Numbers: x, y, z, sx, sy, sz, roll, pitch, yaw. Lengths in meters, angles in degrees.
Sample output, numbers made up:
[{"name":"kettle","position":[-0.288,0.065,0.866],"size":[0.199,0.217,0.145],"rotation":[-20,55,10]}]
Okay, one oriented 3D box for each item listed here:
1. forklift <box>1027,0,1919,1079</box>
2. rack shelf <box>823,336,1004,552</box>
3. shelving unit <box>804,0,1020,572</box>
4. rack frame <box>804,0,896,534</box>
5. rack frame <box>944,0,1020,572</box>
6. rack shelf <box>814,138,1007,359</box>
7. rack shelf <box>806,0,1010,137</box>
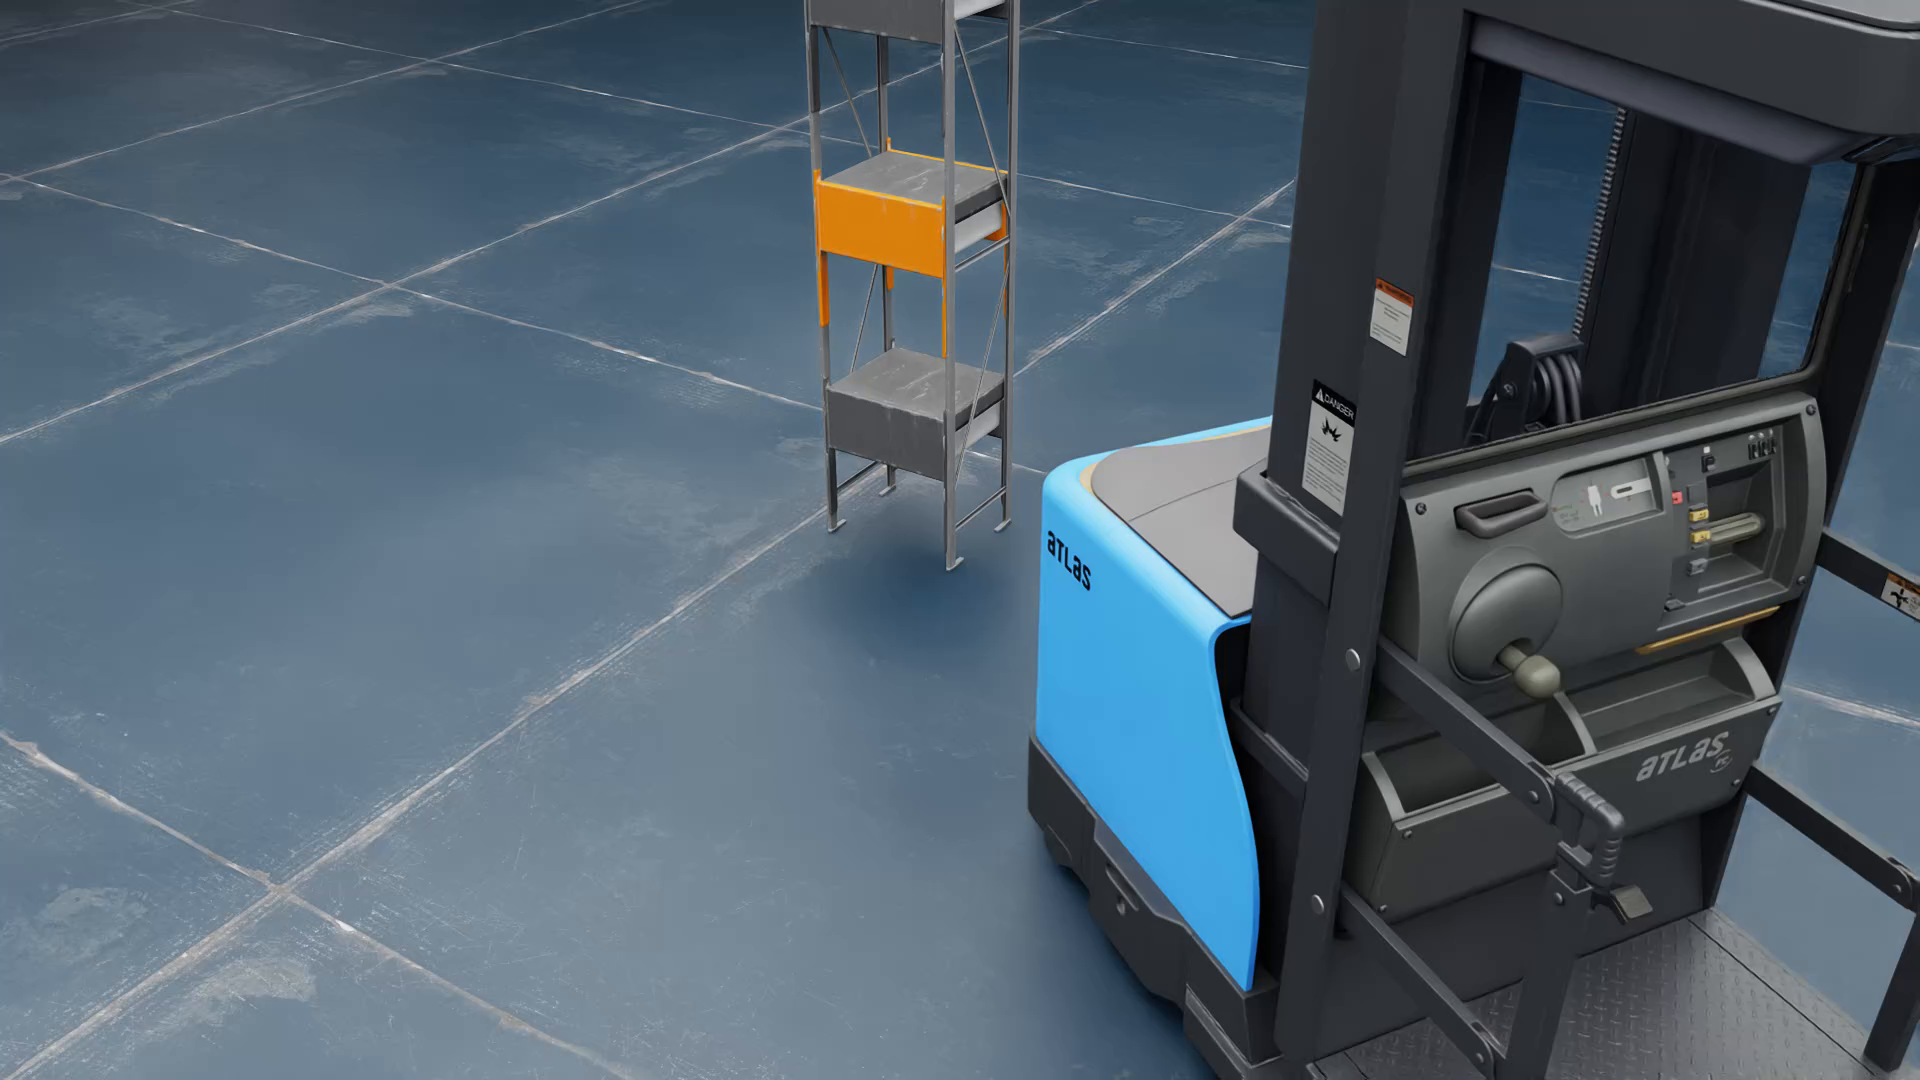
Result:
[{"name":"forklift","position":[1.254,0.055,2.747],"size":[1.130,2.935,3.031],"rotation":[-13,33,-21]},{"name":"rack shelf","position":[-0.140,-0.335,5.657],"size":[0.480,0.518,0.431],"rotation":[18,35,27]},{"name":"shelving unit","position":[-0.140,-0.951,5.297],"size":[0.503,2.100,0.431],"rotation":[18,35,27]},{"name":"rack frame","position":[-0.347,-1.017,5.409],"size":[0.015,2.100,0.400],"rotation":[18,35,27]},{"name":"rack frame","position":[0.066,-0.886,5.185],"size":[0.015,2.100,0.400],"rotation":[18,35,27]},{"name":"rack shelf","position":[-0.140,-0.940,5.304],"size":[0.480,0.518,0.431],"rotation":[18,35,27]},{"name":"rack shelf","position":[-0.140,-1.544,4.951],"size":[0.480,0.518,0.431],"rotation":[18,35,27]}]
